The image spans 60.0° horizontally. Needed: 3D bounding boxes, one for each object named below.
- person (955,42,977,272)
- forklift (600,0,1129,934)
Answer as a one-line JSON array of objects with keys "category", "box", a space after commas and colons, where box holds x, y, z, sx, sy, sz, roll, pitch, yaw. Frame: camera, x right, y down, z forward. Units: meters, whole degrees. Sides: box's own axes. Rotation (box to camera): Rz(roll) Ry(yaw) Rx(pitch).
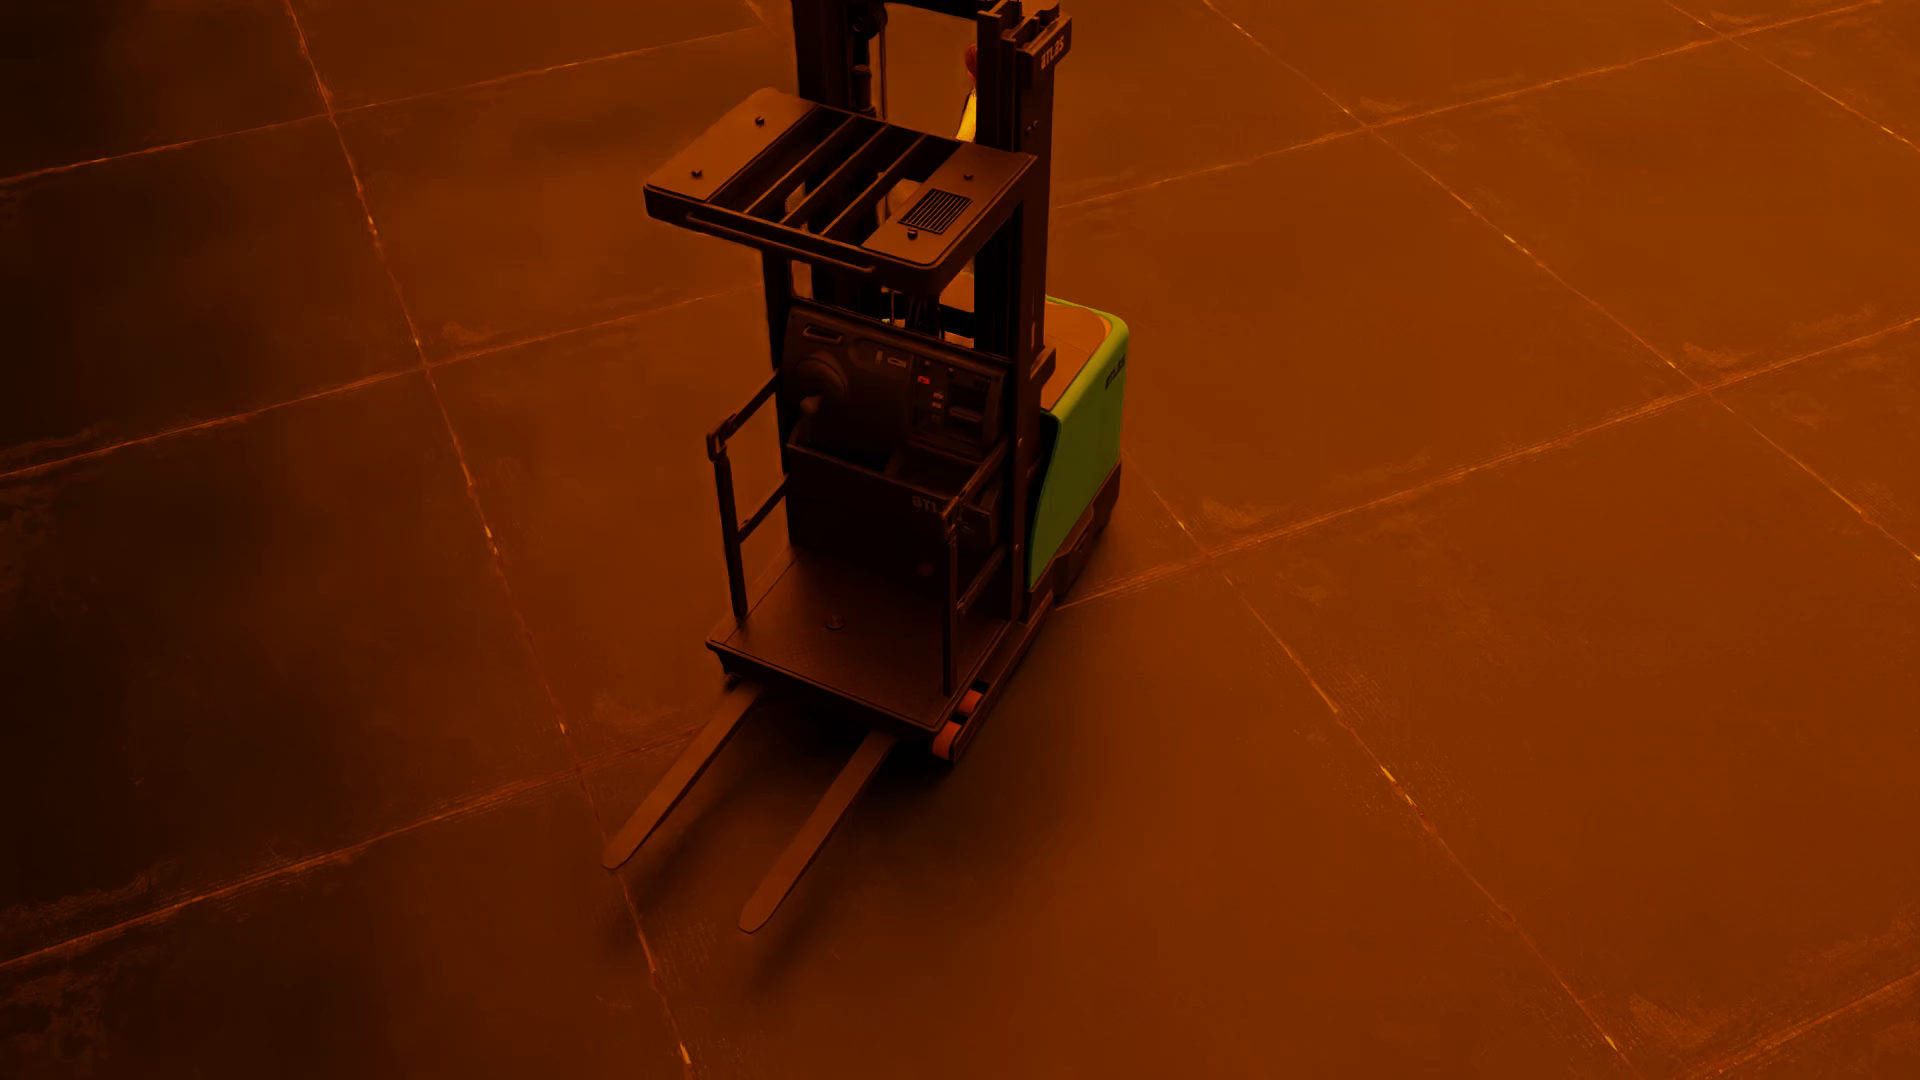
[{"category": "person", "box": [0.102, -1.941, 8.826, 0.695, 1.502, 0.527, -16, 45, -16]}, {"category": "forklift", "box": [-0.360, -0.514, 6.231, 1.130, 2.935, 3.031, 19, 46, 19]}]
